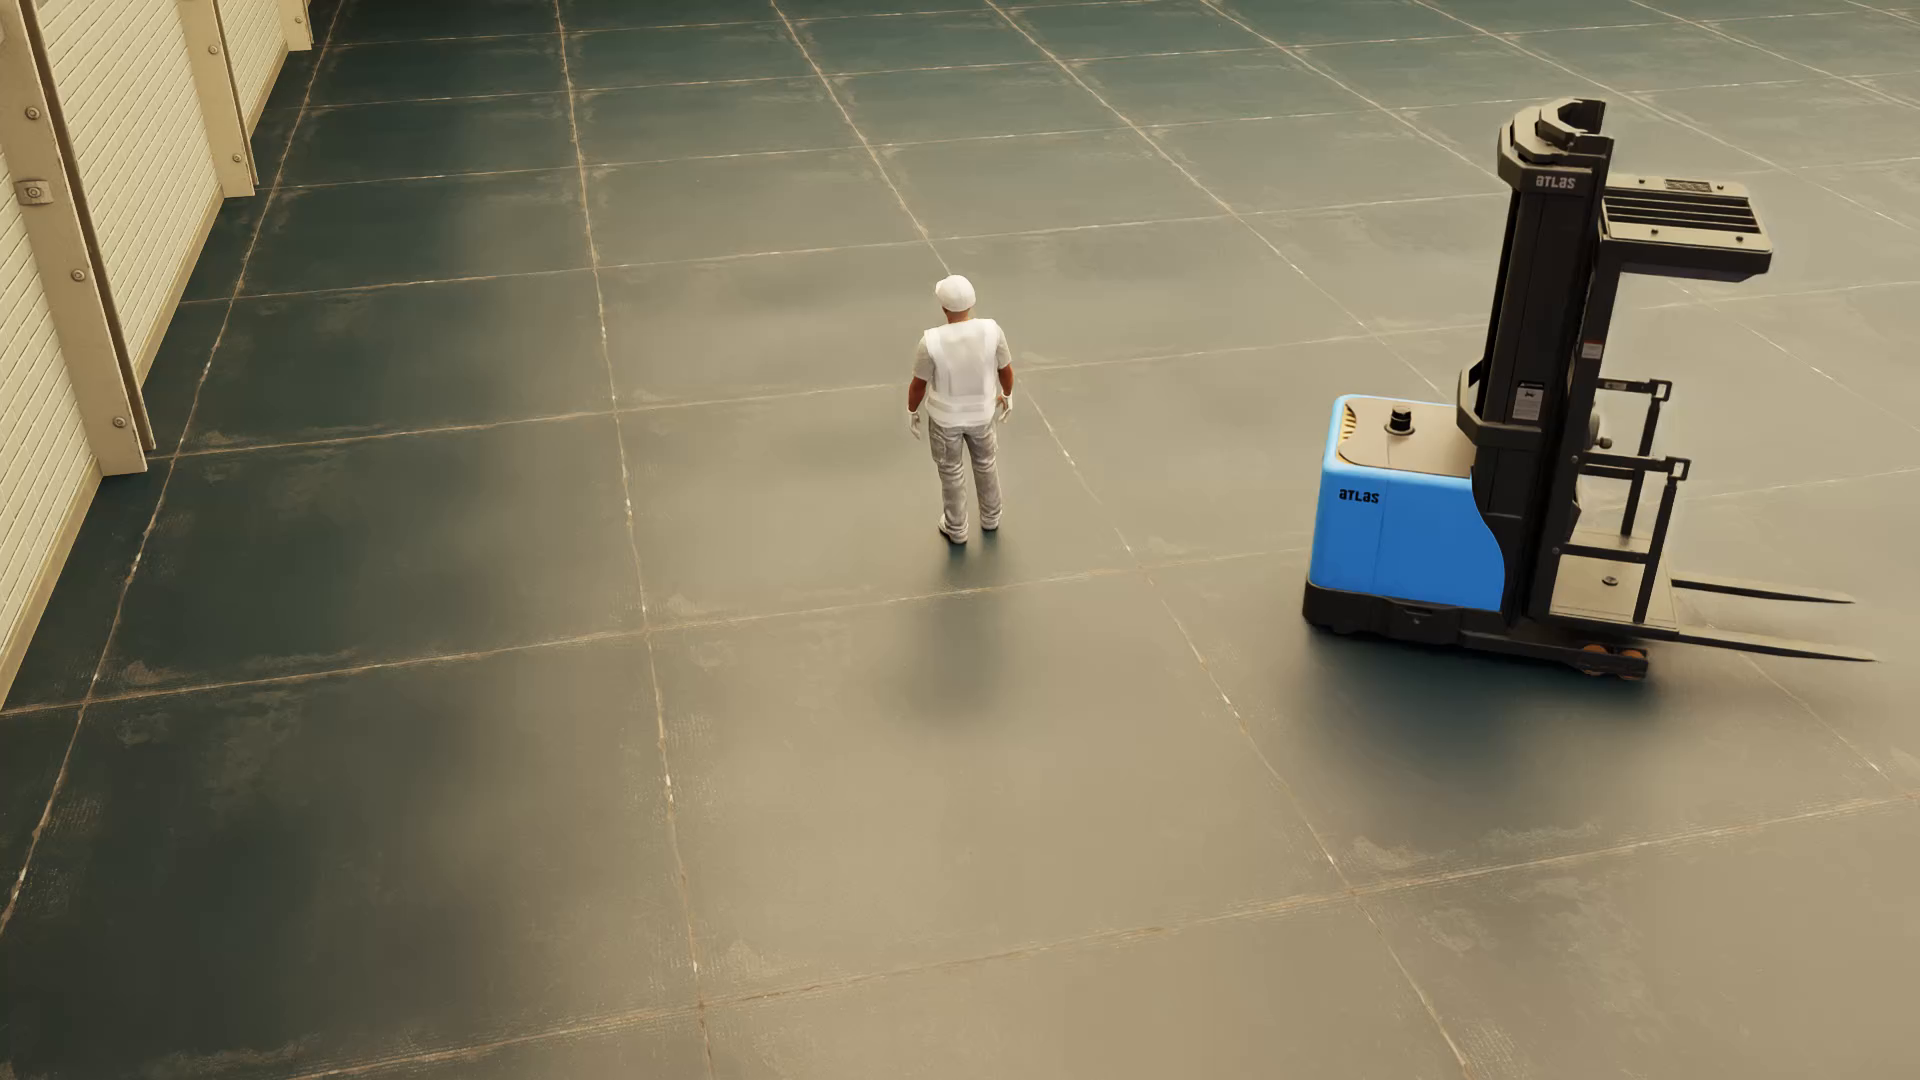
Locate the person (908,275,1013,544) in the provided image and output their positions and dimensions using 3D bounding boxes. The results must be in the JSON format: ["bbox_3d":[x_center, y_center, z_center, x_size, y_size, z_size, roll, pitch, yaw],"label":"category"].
[{"bbox_3d":[-0.012,-0.818,10.120,0.656,1.784,0.557,-7,31,-12],"label":"person"}]
